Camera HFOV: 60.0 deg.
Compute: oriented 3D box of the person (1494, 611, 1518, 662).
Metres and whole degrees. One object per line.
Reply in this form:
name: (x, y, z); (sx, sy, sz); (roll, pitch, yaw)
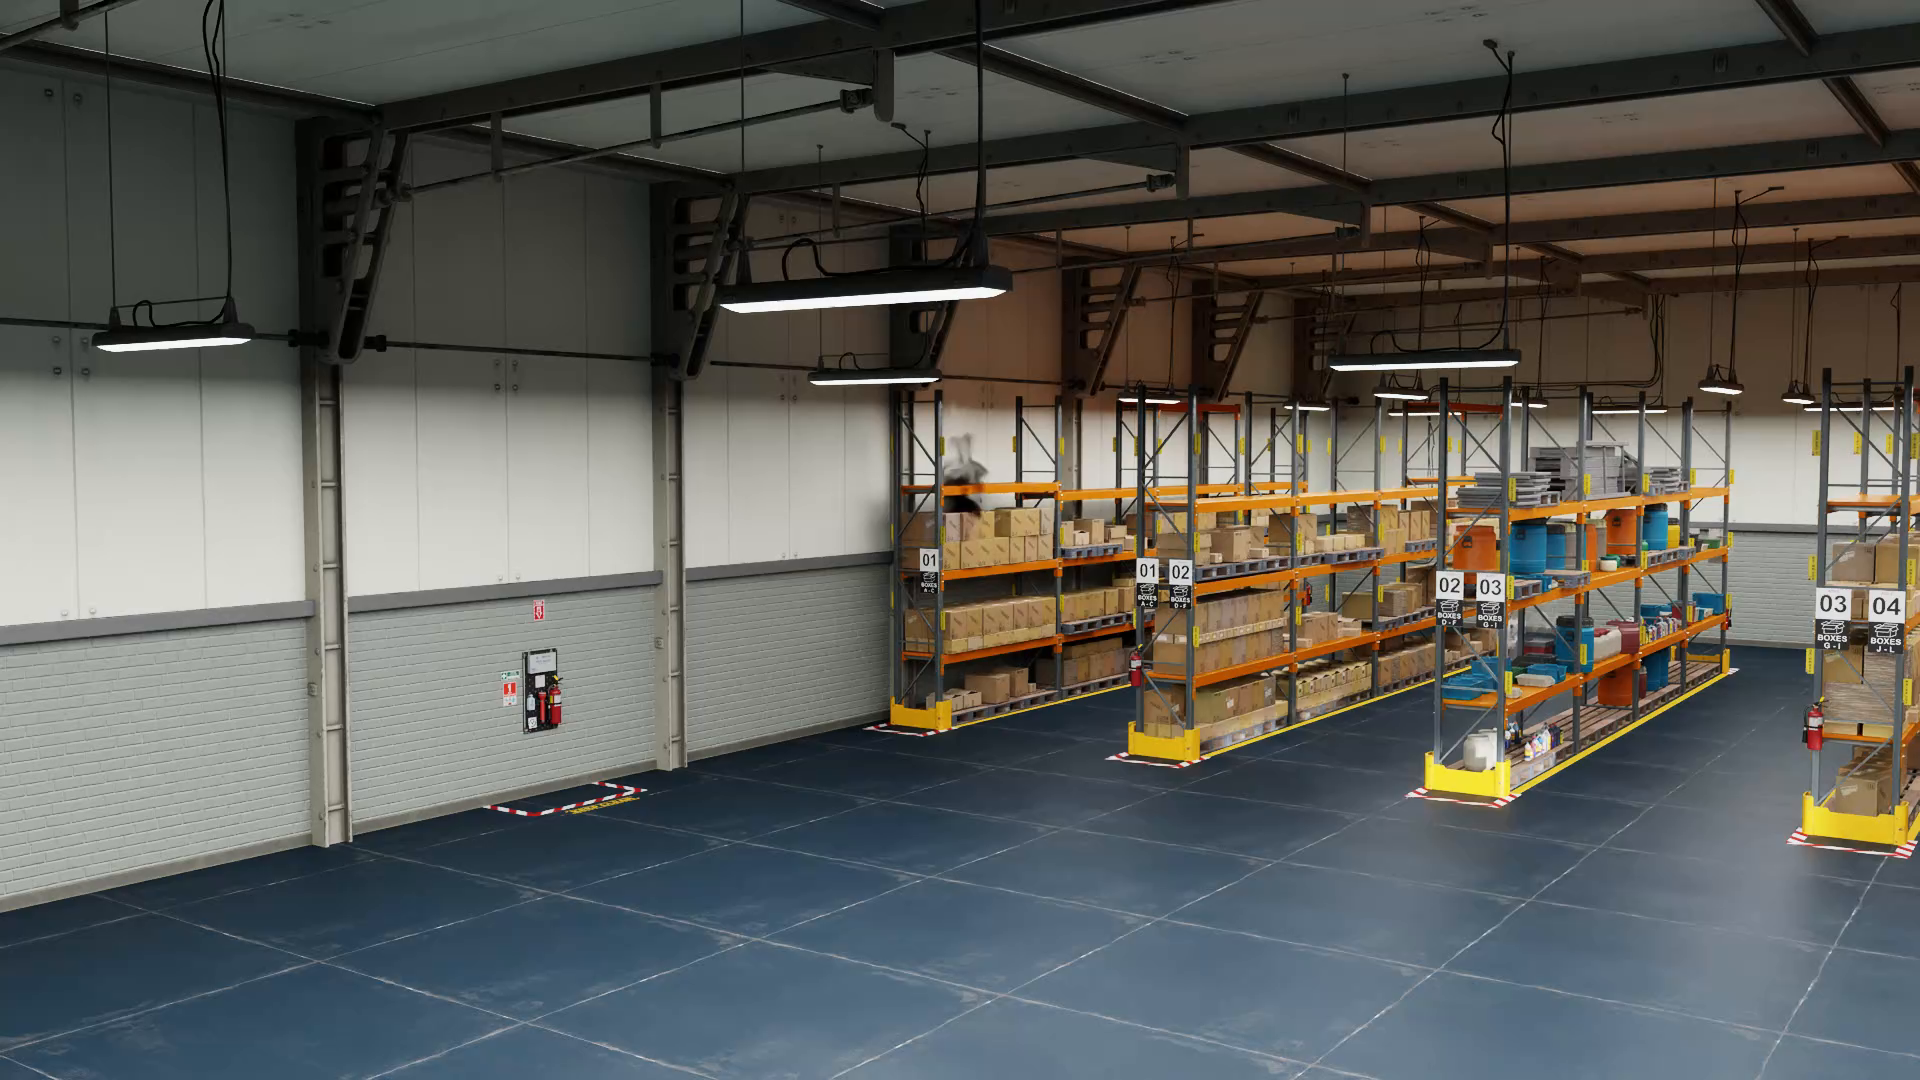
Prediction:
person: (11.480, 2.222, 34.799); (0.641, 1.684, 0.854); (2, 4, 33)
